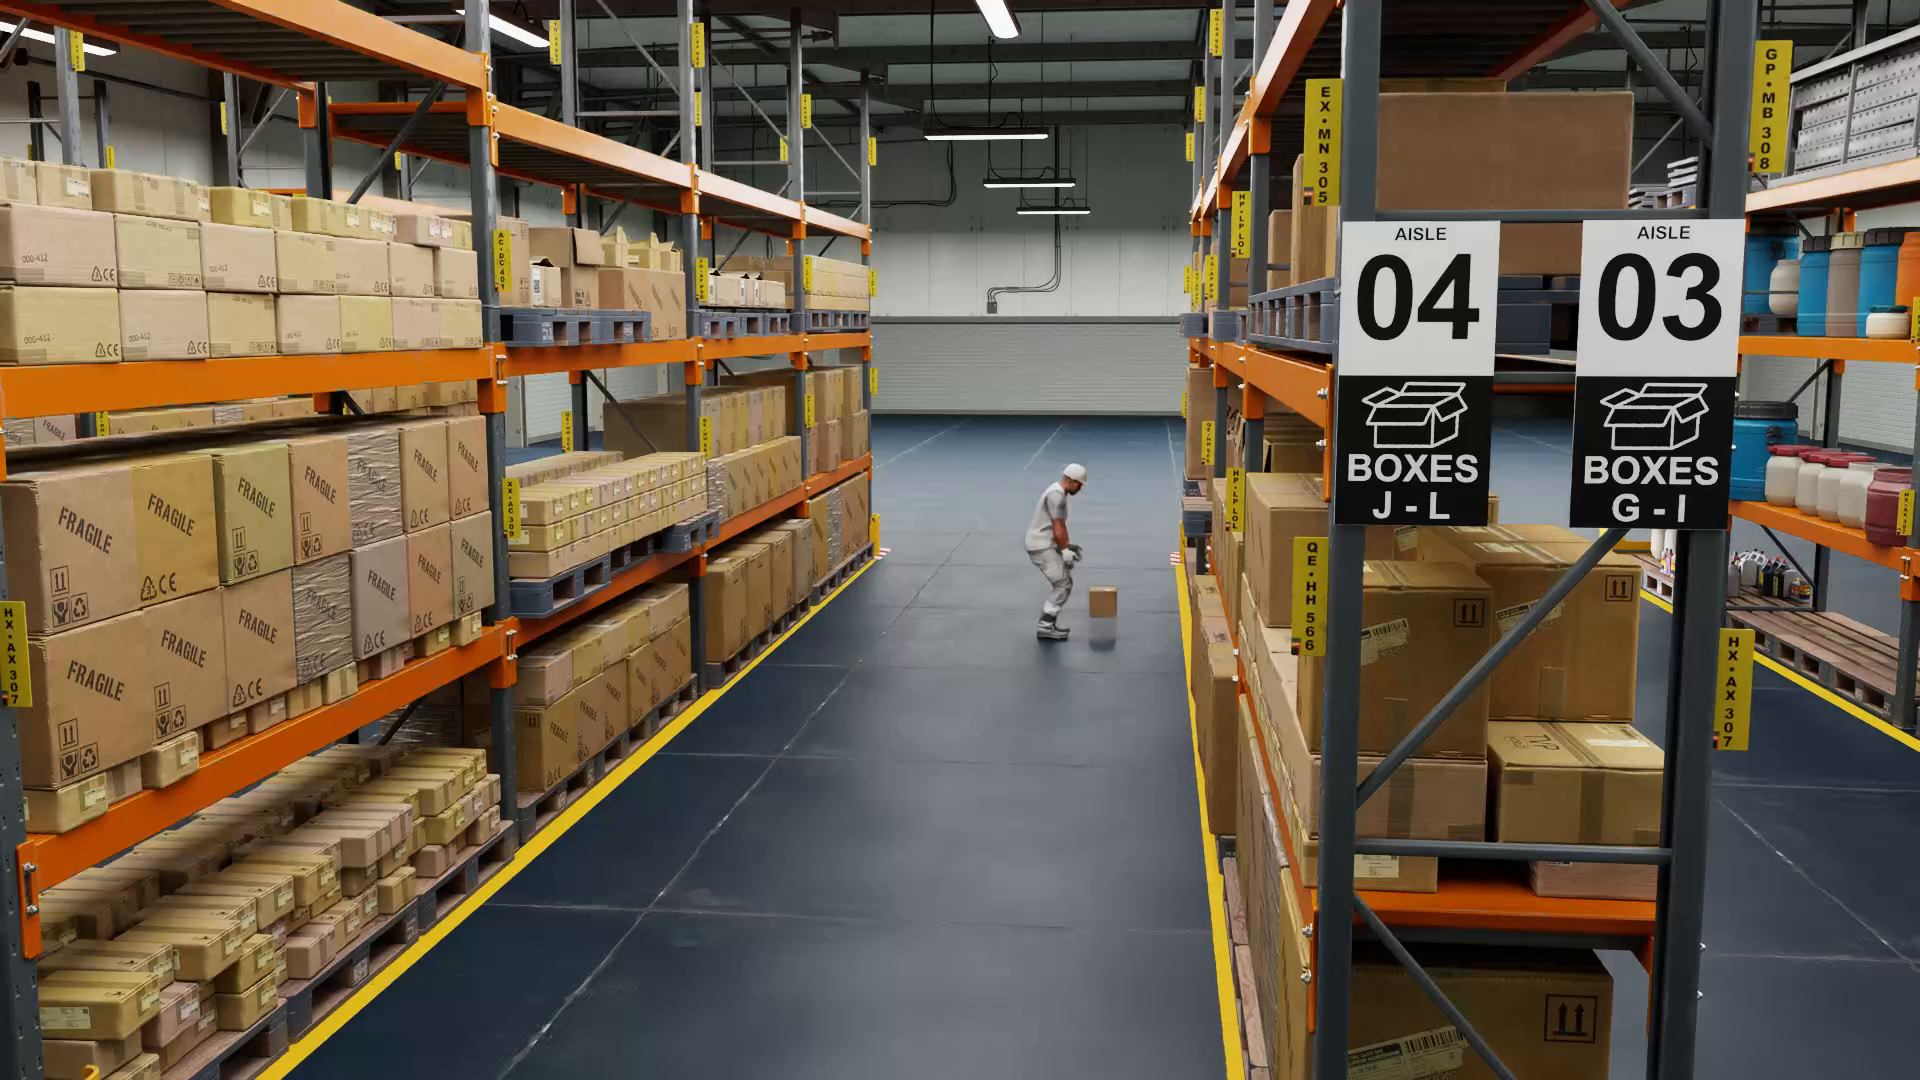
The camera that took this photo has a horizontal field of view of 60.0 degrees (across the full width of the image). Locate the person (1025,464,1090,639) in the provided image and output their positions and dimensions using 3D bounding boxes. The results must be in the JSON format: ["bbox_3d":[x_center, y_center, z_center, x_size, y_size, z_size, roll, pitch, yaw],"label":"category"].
[{"bbox_3d":[0.912,0.094,15.610,0.602,1.627,0.568,1,8,7],"label":"person"}]
